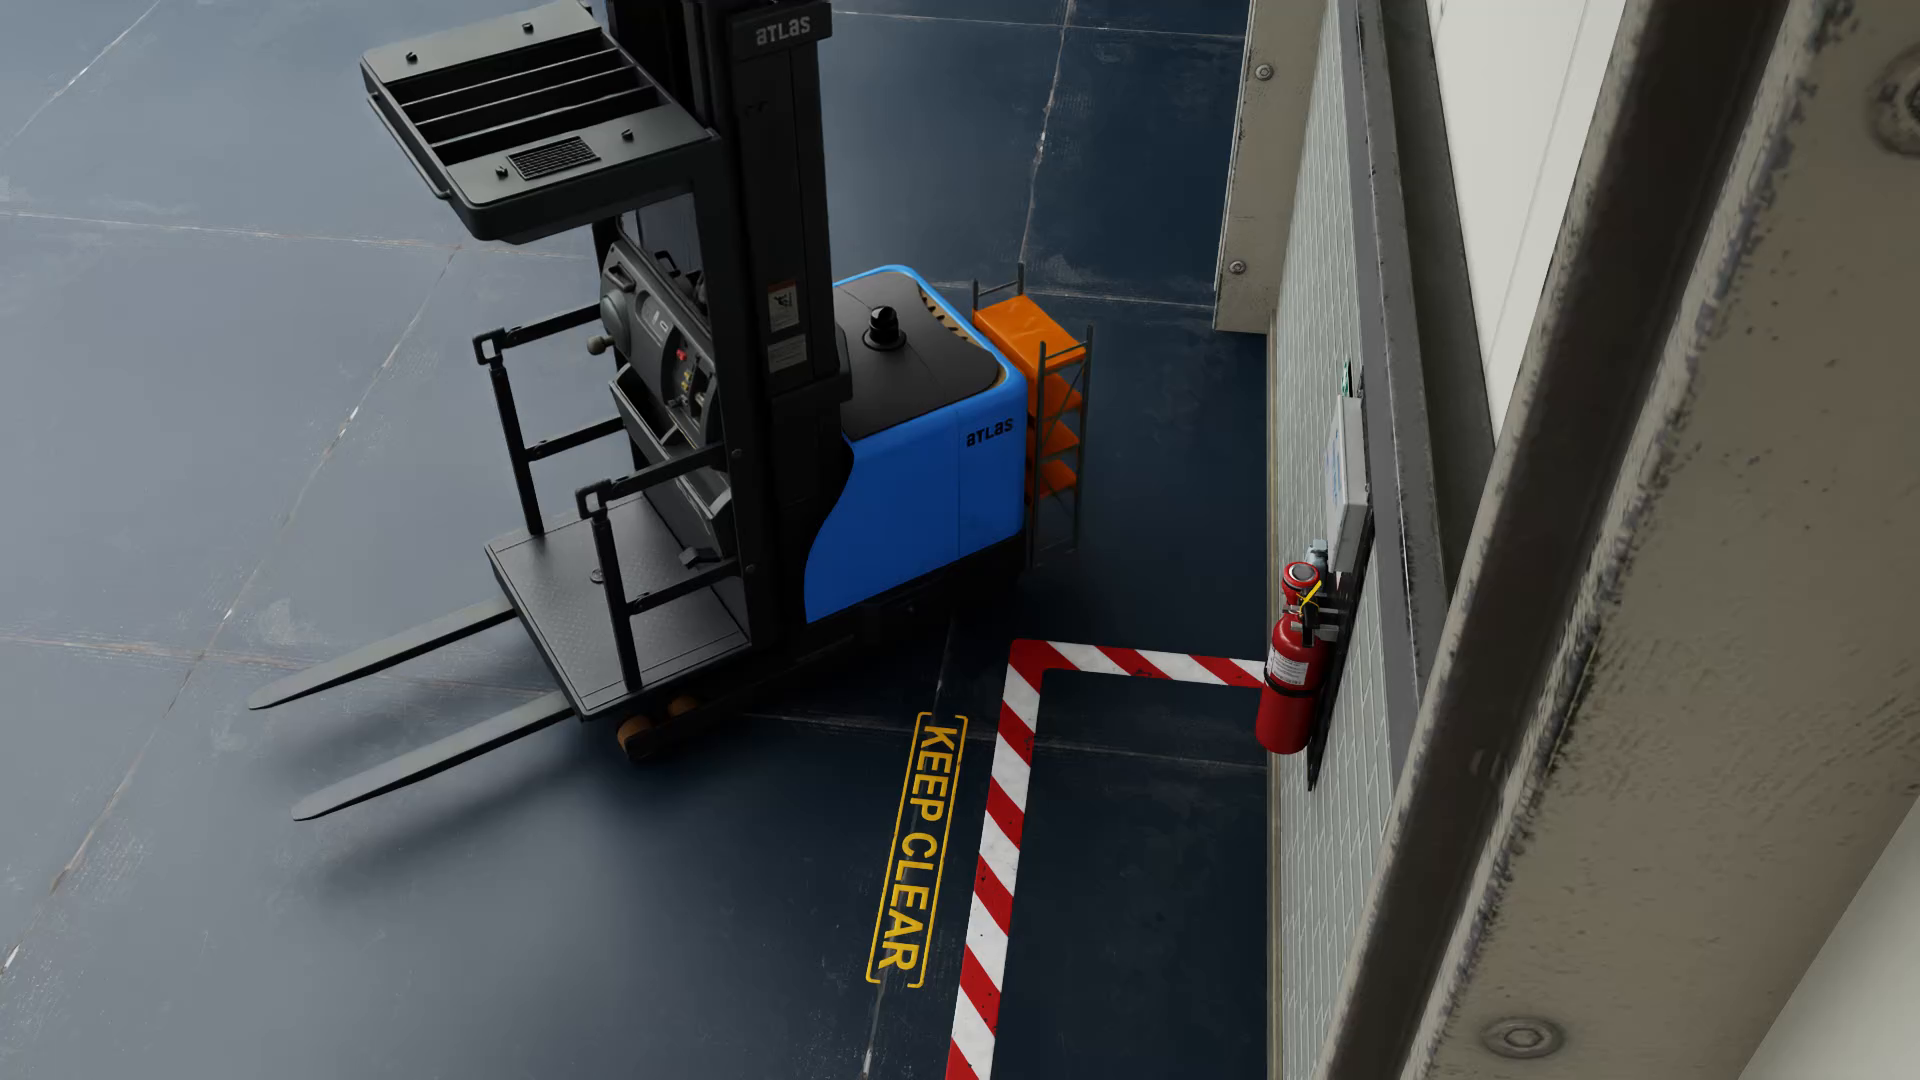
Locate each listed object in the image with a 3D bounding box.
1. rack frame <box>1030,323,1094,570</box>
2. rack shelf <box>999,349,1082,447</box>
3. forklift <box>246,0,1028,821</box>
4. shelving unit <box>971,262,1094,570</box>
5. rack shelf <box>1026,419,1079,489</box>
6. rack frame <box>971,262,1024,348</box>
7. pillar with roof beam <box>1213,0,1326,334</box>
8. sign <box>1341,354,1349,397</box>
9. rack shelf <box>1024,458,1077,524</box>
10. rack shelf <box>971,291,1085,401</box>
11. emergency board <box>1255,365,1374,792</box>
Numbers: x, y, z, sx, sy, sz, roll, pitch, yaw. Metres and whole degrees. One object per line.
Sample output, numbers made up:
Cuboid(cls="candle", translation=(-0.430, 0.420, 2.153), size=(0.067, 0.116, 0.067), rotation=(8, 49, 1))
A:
Cuboid(cls="rack frame", translation=(0.407, -0.354, 6.773), size=(0.240, 1.200, 0.015), rotation=(-23, 48, -23))
Cuboid(cls="rack shelf", translation=(0.280, -0.610, 6.816), size=(0.258, 0.148, 0.480), rotation=(-23, 48, -23))
Cuboid(cls="forklift", translation=(-1.246, -0.647, 5.823), size=(3.031, 2.935, 1.130), rotation=(-23, 48, -22))
Cuboid(cls="shelving unit", translation=(0.279, -0.497, 6.923), size=(0.258, 1.200, 0.503), rotation=(-23, 48, -23))
Cuboid(cls="rack shelf", translation=(0.279, -0.448, 6.970), size=(0.258, 0.148, 0.480), rotation=(-23, 48, -23))
Cuboid(cls="rack frame", translation=(0.151, -0.639, 7.074), size=(0.240, 1.200, 0.015), rotation=(-23, 48, -23))
Cuboid(cls="pillar with roof beam", translation=(-2.812, -4.843, 5.842), size=(9.100, 9.000, 0.400), rotation=(5, 44, 6))
Cuboid(cls="sign", translation=(1.192, -0.435, 5.139), size=(0.001, 0.109, 0.331), rotation=(5, 44, 6))
Cuboid(cls="rack shelf", translation=(0.279, -0.303, 7.106), size=(0.258, 0.148, 0.480), rotation=(-23, 48, -23))
Cuboid(cls="rack shelf", translation=(0.280, -0.782, 6.654), size=(0.258, 0.148, 0.480), rotation=(-23, 48, -23))
Cuboid(cls="emergency board", translation=(1.026, 0.135, 4.948), size=(0.194, 1.169, 0.643), rotation=(5, 44, 6))
